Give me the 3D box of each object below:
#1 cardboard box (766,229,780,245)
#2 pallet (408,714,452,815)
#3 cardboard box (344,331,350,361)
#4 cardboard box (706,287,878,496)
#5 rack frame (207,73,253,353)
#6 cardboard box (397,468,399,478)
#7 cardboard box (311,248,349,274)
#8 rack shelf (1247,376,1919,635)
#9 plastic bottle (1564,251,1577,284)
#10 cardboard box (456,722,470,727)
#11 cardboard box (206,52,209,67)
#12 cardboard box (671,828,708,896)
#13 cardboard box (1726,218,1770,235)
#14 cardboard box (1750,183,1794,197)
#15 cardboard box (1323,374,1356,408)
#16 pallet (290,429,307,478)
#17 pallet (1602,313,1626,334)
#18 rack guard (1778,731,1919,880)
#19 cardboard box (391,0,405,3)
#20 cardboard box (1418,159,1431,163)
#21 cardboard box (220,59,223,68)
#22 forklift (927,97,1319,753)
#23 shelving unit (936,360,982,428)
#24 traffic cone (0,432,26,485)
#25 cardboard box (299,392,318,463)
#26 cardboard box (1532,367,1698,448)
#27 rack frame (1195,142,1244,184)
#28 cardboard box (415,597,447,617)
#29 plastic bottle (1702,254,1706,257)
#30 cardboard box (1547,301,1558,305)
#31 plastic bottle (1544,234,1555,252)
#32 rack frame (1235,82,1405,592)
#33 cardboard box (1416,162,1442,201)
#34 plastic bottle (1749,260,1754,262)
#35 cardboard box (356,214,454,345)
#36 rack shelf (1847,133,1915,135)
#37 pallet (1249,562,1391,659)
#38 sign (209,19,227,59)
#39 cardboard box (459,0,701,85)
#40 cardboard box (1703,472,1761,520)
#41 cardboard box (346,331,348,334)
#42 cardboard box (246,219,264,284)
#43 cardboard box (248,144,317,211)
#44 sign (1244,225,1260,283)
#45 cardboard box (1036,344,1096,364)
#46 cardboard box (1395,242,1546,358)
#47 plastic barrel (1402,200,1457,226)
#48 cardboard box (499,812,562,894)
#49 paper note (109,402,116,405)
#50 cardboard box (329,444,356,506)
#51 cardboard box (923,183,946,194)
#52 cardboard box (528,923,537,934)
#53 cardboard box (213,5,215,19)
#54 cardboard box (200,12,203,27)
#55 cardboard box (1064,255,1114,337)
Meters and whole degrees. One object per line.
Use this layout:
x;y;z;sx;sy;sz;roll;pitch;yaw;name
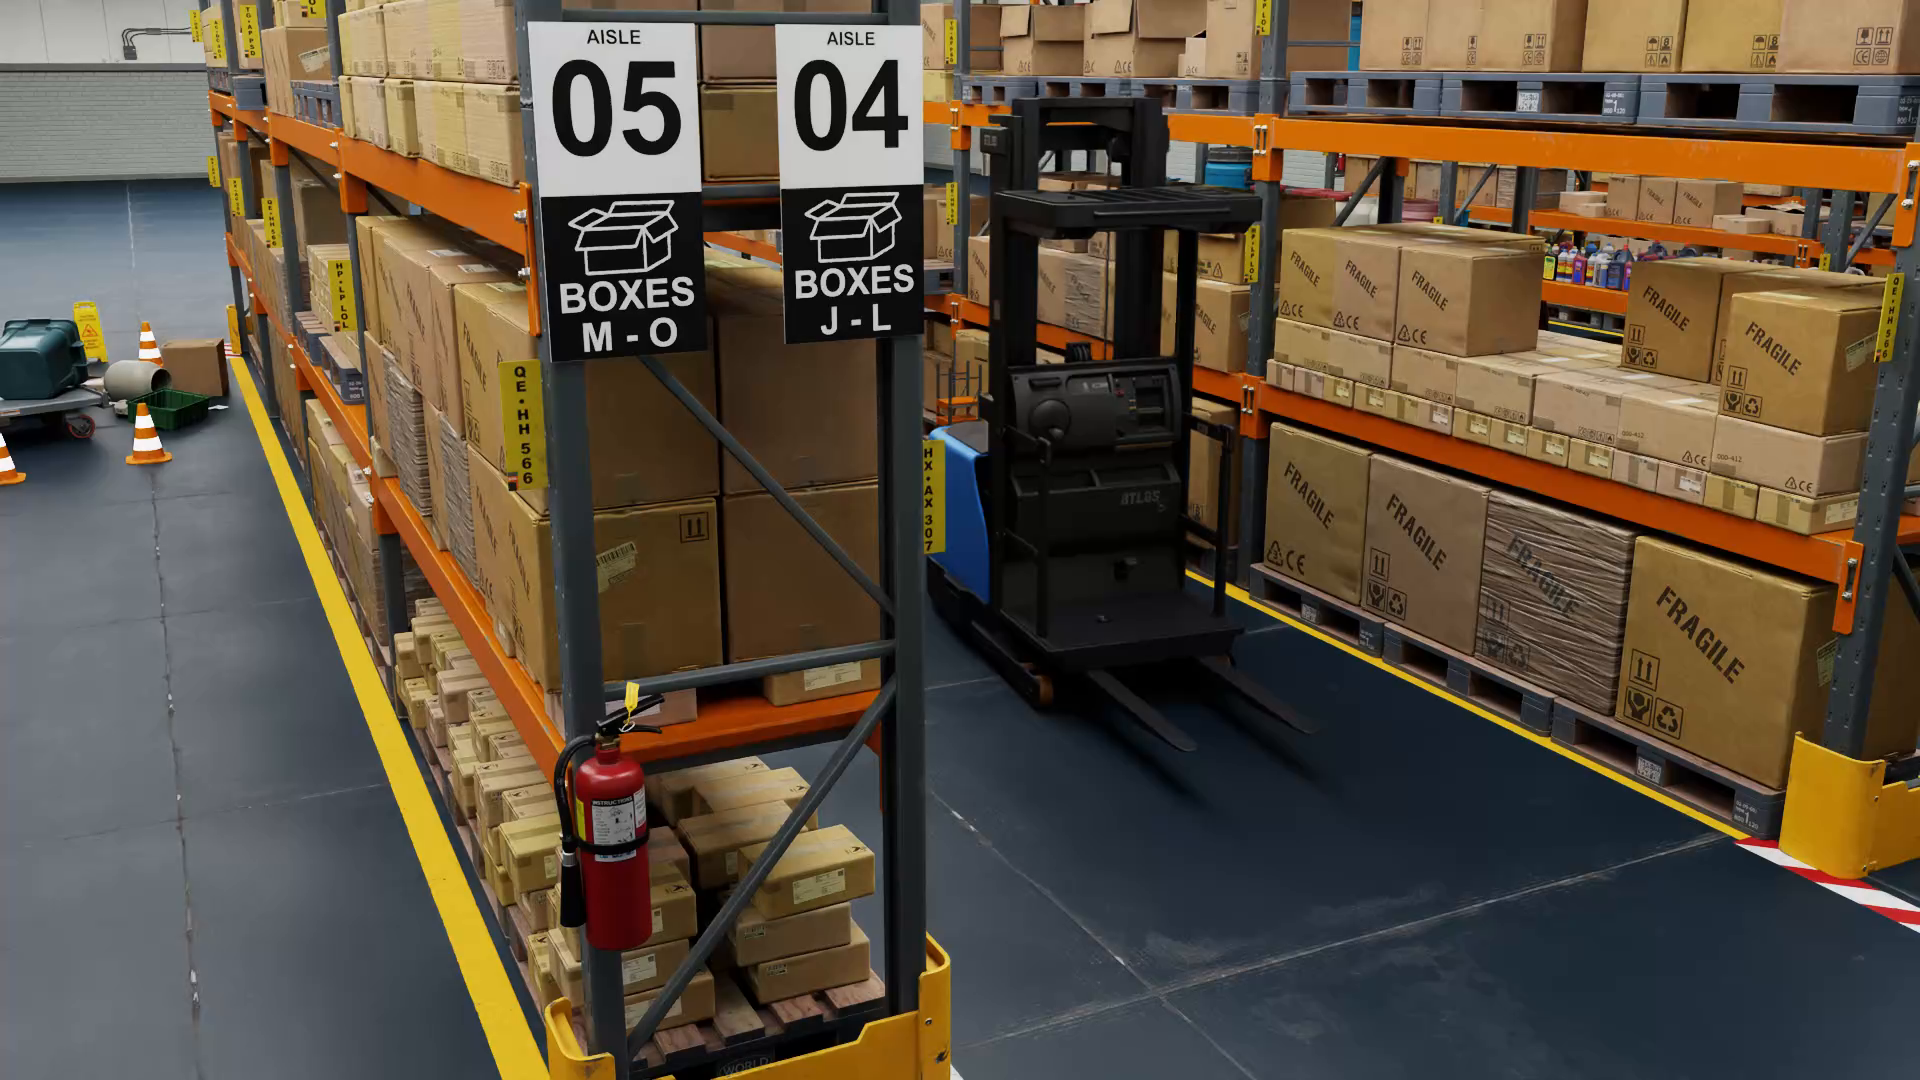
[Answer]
-1.788;-3.147;17.234;0.380;0.149;0.250;-8;18;-25;cardboard box
-2.001;0.874;7.823;1.003;0.211;1.213;-8;18;-25;pallet
-3.253;-1.107;9.365;0.380;0.149;0.250;-7;17;-22;cardboard box
-0.533;-0.452;4.855;0.500;0.500;0.500;-8;18;-25;cardboard box
-7.584;-3.604;18.372;1.000;3.000;0.127;-8;18;-25;rack frame
-2.317;-0.343;7.464;0.380;0.149;0.250;-7;17;-23;cardboard box
-3.931;-1.783;10.643;0.380;0.149;0.250;-8;18;-26;cardboard box
3.052;-0.361;8.376;1.077;0.370;4.000;-8;18;-25;rack shelf
5.206;-2.324;14.145;0.097;0.271;0.097;0;16;0;plastic bottle
-1.910;0.772;6.992;0.380;0.149;0.250;-7;17;-22;cardboard box
-7.610;-4.988;17.271;0.380;0.149;0.250;-7;18;-24;cardboard box
-0.830;1.103;5.837;0.380;0.149;0.250;-7;18;-24;cardboard box
8.688;-3.460;18.325;0.380;0.149;0.250;-8;18;-25;cardboard box
11.549;-5.001;23.475;0.500;0.250;0.500;-8;18;-25;cardboard box
2.238;-0.838;9.190;0.380;0.149;0.250;-7;17;-23;cardboard box
-4.888;-0.787;13.610;1.003;0.211;1.213;-8;18;-25;pallet
8.474;-2.562;19.795;1.003;0.211;1.213;-8;18;-25;pallet
3.939;0.996;6.873;1.175;0.500;0.348;-8;18;-25;rack guard
-1.758;-1.934;5.757;0.380;0.149;0.250;-8;18;-27;cardboard box
6.476;-5.230;22.681;0.380;0.149;0.250;-7;18;-24;cardboard box
-6.504;-4.361;15.086;0.380;0.149;0.250;-7;18;-24;cardboard box
0.782;-0.698;8.369;1.130;2.935;3.031;-6;17;-19;forklift
-0.006;-0.580;11.098;0.258;1.200;0.189;-8;18;-25;shelving unit
-7.410;-0.680;12.783;0.336;0.463;0.334;-8;18;-25;traffic cone
-4.265;-0.903;12.276;1.050;0.750;0.750;-8;18;-26;cardboard box
3.032;-0.622;7.714;0.500;0.250;0.500;-8;18;-27;cardboard box
3.123;-3.785;19.003;1.000;3.000;0.127;-8;18;-25;rack frame
-2.362;0.364;7.872;0.380;0.149;0.250;-7;17;-23;cardboard box
6.192;-2.244;13.865;0.097;0.271;0.097;0;16;0;plastic bottle
7.532;-3.133;20.954;0.500;0.250;0.500;-8;18;-26;cardboard box
5.437;-2.689;15.393;0.061;0.283;0.133;-8;18;-25;plastic bottle
2.176;-1.203;10.005;1.000;3.000;0.127;-8;18;-25;rack frame
6.699;-4.922;22.783;0.700;0.500;0.500;-7;17;-23;cardboard box
6.061;-1.984;12.815;0.144;0.351;0.185;-8;18;-25;plastic bottle
-2.348;-1.159;7.319;0.500;0.500;0.500;-7;18;-24;cardboard box
7.504;-2.402;10.048;1.077;0.370;4.000;-8;18;-25;rack shelf
2.439;0.335;9.700;1.003;0.211;1.213;-8;18;-25;pallet
-6.330;-4.273;14.185;0.100;0.325;0.005;-8;18;-25;sign
-1.005;-1.330;4.376;0.500;0.250;0.500;-8;18;-27;cardboard box
3.361;-0.203;6.976;0.380;0.149;0.250;-7;18;-24;cardboard box
-3.260;-1.254;9.338;0.380;0.149;0.250;-8;18;-25;cardboard box
-5.843;-2.498;14.335;0.500;0.500;0.500;-7;18;-24;cardboard box
-5.963;-3.299;15.080;0.875;0.550;0.550;-8;18;-25;cardboard box
1.692;-1.654;9.619;0.100;0.325;0.005;-8;18;-25;sign
1.091;-0.980;12.318;1.225;0.875;0.875;-8;18;-25;cardboard box
2.597;-1.233;8.483;0.500;0.500;0.500;-8;18;-27;cardboard box
4.400;-2.937;15.802;0.600;0.536;0.708;-8;18;-25;plastic barrel
-1.321;1.027;5.563;0.380;0.149;0.250;-8;18;-26;cardboard box
-8.072;-1.297;15.730;0.172;0.023;0.155;-2;16;-6;paper note
-3.338;-0.402;9.625;0.500;0.250;0.500;-9;18;-27;cardboard box
-0.486;-3.020;15.386;0.797;0.503;0.637;-6;17;-19;cardboard box
-1.355;1.239;5.902;0.380;0.149;0.250;-7;18;-24;cardboard box
-6.608;-4.806;15.189;0.380;0.149;0.250;-7;18;-24;cardboard box
-7.724;-5.437;17.389;0.380;0.149;0.250;-7;18;-24;cardboard box
1.065;-1.711;11.594;0.500;0.500;0.500;-8;18;-25;cardboard box
